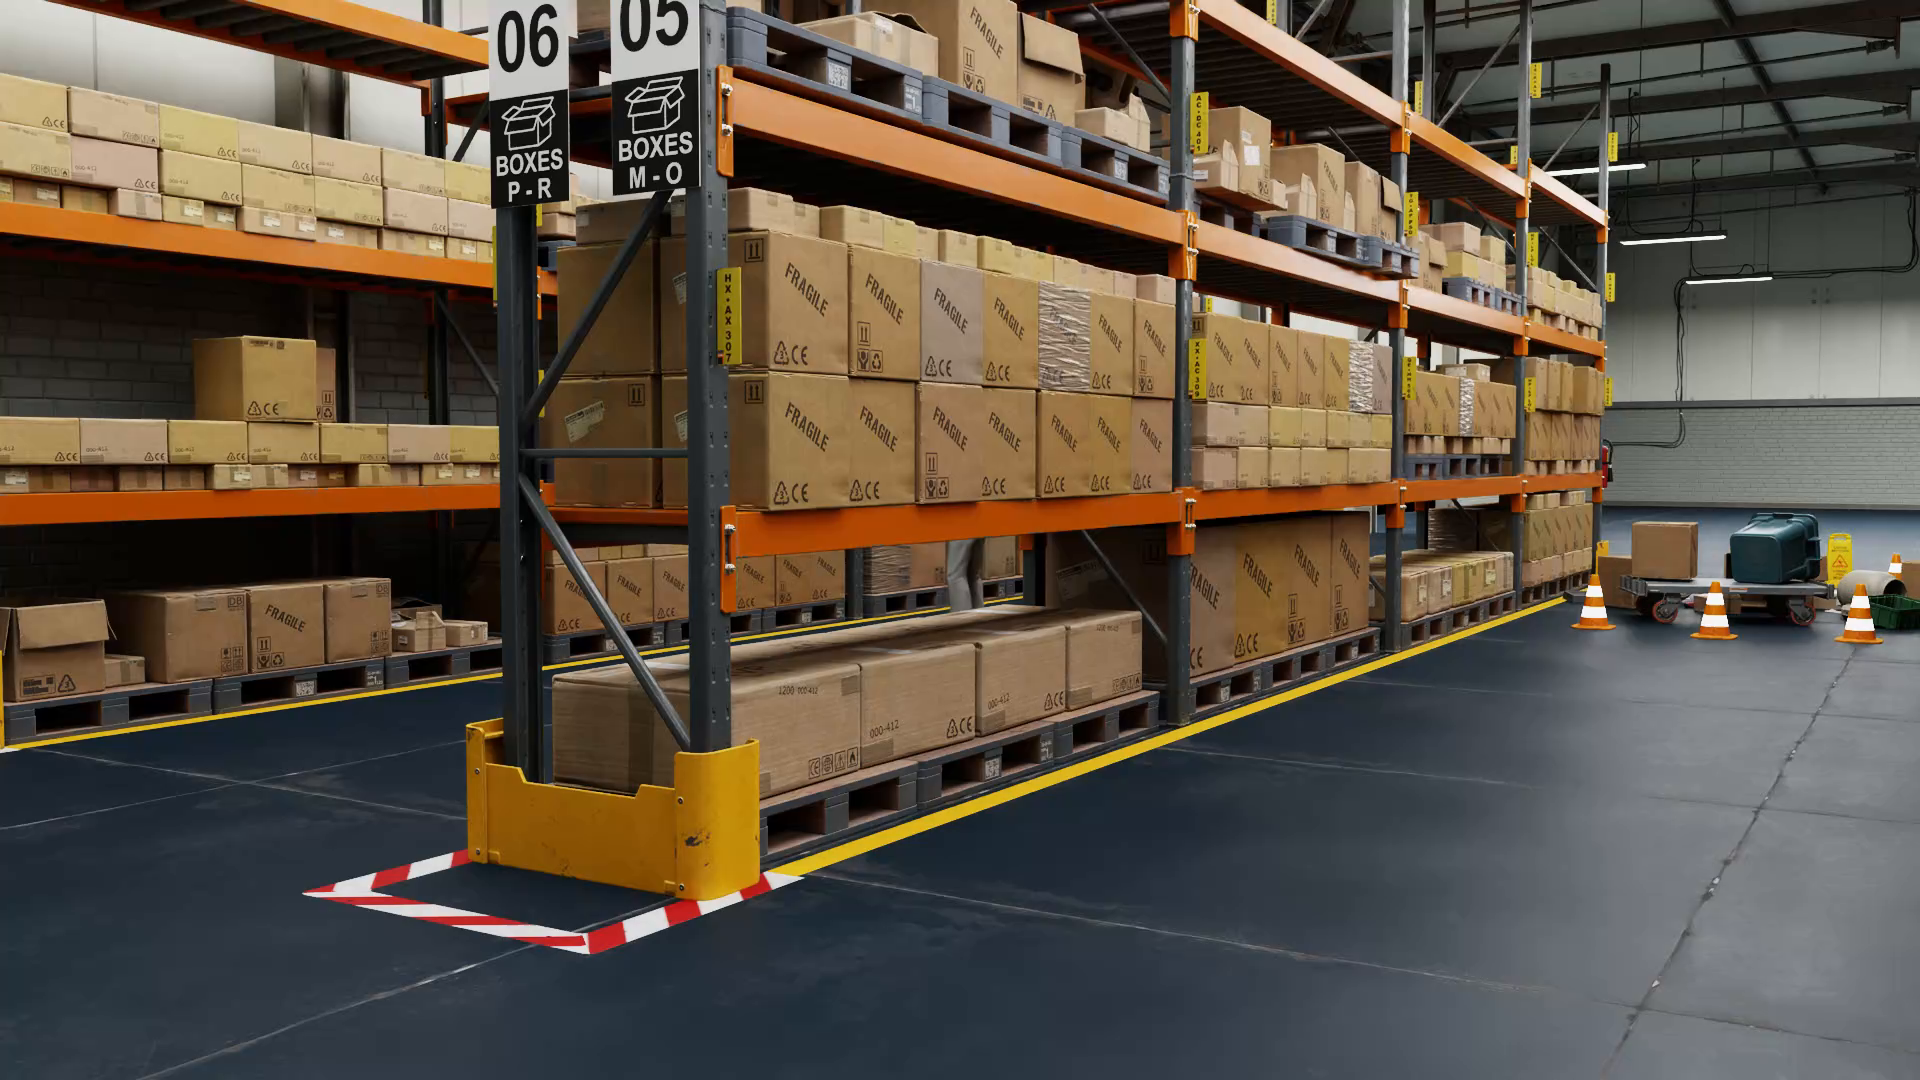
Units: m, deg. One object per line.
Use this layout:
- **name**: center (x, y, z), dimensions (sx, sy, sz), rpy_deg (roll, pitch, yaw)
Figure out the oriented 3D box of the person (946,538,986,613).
- **person**: center (0.000, -0.038, 13.950), dimensions (0.562, 1.662, 0.437), rpy_deg (2, 3, 32)
